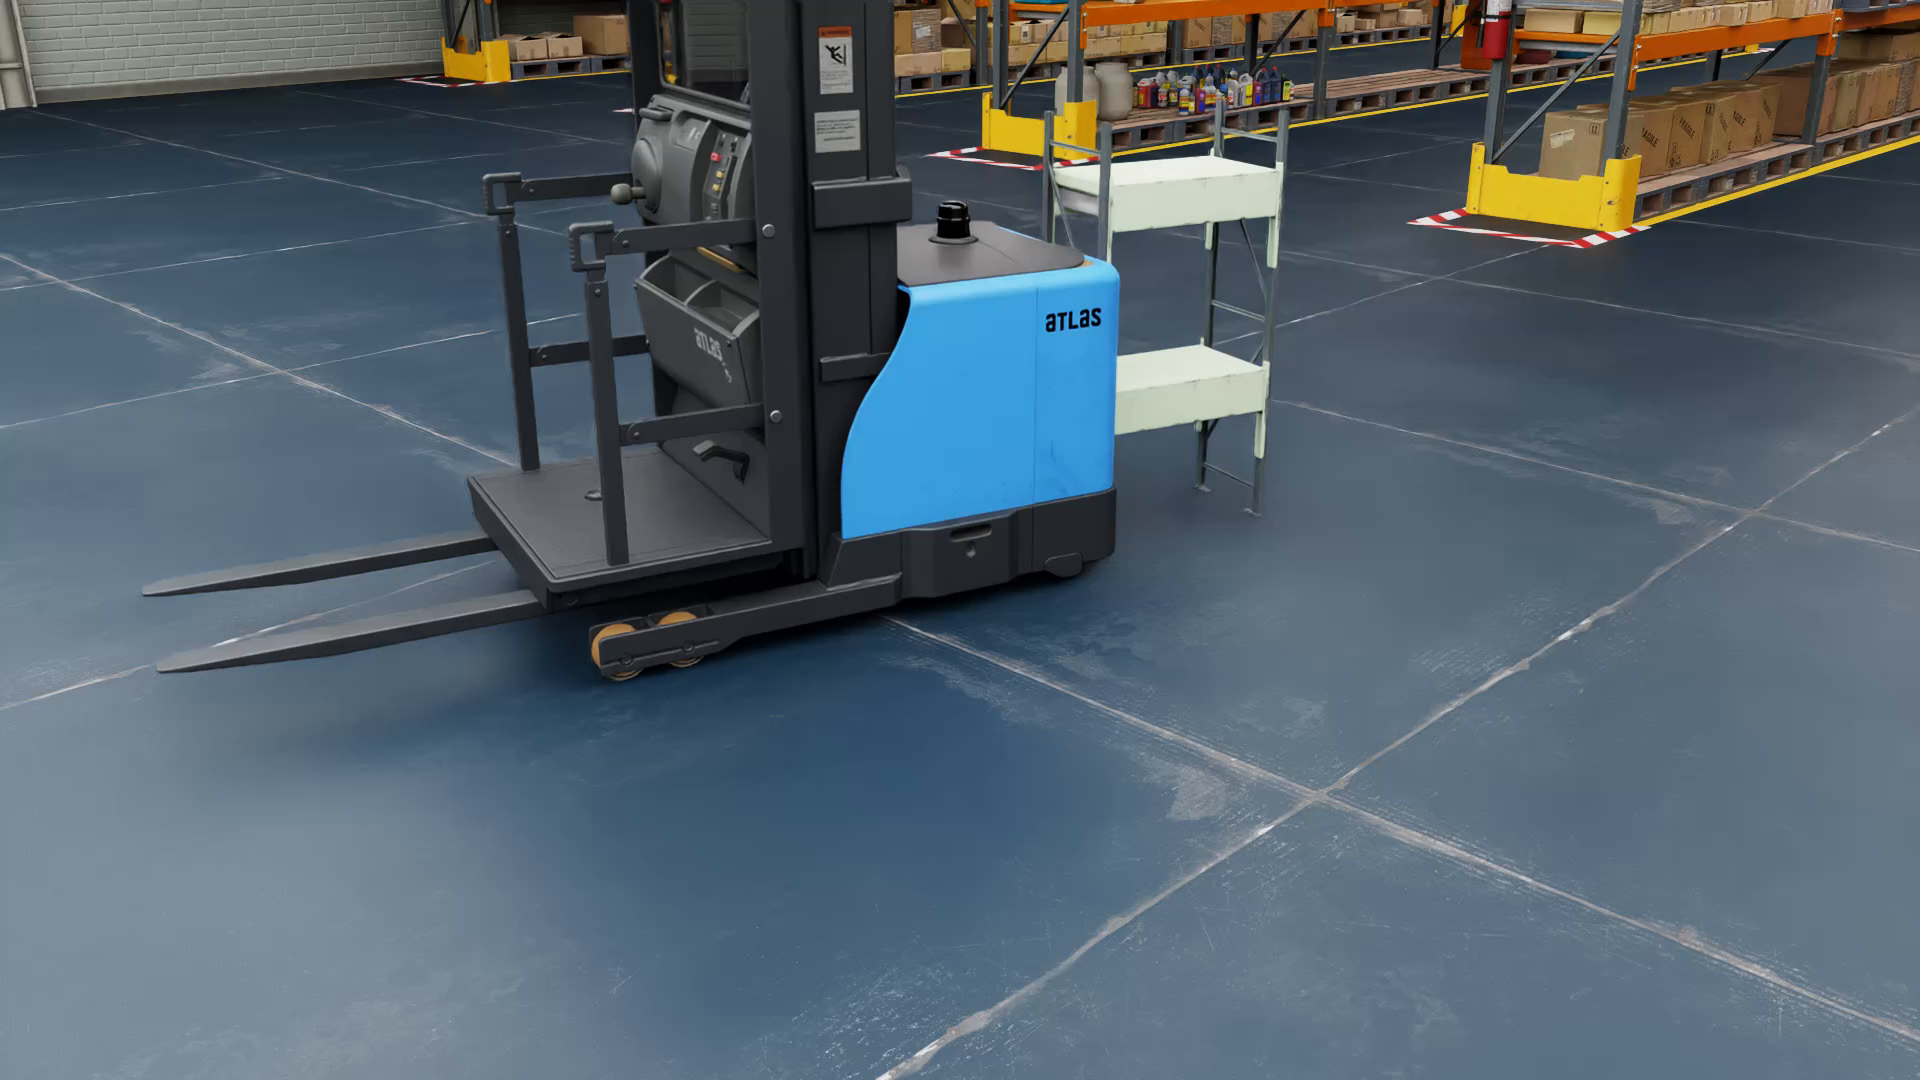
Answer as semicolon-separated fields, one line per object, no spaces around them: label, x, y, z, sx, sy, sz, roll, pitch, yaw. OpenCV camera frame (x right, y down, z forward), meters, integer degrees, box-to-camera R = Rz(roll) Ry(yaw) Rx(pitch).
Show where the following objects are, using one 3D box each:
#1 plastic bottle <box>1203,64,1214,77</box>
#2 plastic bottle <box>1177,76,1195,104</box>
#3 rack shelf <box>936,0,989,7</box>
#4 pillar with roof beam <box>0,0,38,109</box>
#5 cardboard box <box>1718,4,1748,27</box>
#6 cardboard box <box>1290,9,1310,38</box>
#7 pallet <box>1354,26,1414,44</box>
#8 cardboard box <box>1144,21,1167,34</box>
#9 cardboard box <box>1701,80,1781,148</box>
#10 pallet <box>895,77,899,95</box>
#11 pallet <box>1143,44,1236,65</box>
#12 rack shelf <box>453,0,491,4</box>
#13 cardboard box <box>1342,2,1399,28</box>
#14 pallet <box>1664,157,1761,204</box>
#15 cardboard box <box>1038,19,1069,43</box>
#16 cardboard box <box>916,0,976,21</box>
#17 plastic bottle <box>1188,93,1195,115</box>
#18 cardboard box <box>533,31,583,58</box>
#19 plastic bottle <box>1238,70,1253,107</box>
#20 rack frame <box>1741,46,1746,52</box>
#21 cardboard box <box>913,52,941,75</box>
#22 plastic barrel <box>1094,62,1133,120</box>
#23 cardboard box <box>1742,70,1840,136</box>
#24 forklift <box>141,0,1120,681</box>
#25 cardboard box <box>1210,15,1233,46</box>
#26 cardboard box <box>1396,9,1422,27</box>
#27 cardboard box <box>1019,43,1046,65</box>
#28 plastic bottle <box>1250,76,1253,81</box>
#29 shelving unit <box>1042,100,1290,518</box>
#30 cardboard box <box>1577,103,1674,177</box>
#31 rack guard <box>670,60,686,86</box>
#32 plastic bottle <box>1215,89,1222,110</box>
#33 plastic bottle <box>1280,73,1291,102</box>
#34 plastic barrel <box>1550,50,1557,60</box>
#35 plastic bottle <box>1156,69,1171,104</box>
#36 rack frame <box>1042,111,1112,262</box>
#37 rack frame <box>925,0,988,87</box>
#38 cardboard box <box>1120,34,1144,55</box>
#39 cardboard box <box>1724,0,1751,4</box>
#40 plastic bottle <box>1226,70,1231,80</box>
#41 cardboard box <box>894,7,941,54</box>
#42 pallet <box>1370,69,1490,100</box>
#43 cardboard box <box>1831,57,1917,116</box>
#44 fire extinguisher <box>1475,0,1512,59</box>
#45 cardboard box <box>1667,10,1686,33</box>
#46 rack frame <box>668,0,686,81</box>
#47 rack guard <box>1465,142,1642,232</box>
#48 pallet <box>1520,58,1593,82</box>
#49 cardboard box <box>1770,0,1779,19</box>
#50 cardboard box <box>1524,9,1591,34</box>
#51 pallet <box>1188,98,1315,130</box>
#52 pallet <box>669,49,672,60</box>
plastic bottle;2.632;-4.868;17.637;0.185;0.351;0.144;-19;28;-41
plastic bottle;2.327;-4.645;17.161;0.152;0.276;0.135;19;28;41
rack shelf;1.341;-7.422;22.205;1.077;0.370;4.000;19;28;41
pillar with roof beam;-7.629;-8.031;14.426;9.100;9.000;0.400;19;28;41
cardboard box;5.736;-3.992;12.631;0.380;0.149;0.250;19;28;41
cardboard box;5.037;-8.015;25.617;0.500;0.500;0.500;19;28;41
pallet;6.858;-8.489;27.868;1.003;0.211;1.213;19;28;41
cardboard box;2.548;-7.250;23.220;0.500;0.311;0.500;-19;28;-41
cardboard box;6.733;-3.699;14.417;0.500;0.500;0.500;18;28;39
pallet;-1.490;-5.433;19.914;1.003;0.211;1.213;19;28;41
pallet;3.284;-7.152;24.389;1.003;0.211;1.213;19;28;41
rack shelf;-5.001;-7.632;22.753;1.077;0.370;4.000;19;28;41
cardboard box;6.834;-8.824;27.718;0.797;0.503;0.637;19;28;41
pallet;5.747;-2.965;13.494;1.003;0.211;1.213;19;28;41
cardboard box;1.126;-6.722;21.848;0.500;0.311;0.500;18;27;39
cardboard box;-0.208;-8.859;27.354;0.750;0.750;0.750;19;28;40
plastic bottle;2.262;-4.288;16.338;0.097;0.201;0.097;0;21;0
cardboard box;-5.451;-6.706;22.476;0.500;0.311;0.500;-17;27;-38
plastic bottle;2.891;-4.601;16.944;0.144;0.351;0.185;19;28;40
rack frame;11.864;-9.087;25.536;1.000;3.000;0.127;19;28;41
cardboard box;-0.577;-5.856;20.376;0.500;0.250;0.500;19;28;41
plastic barrel;1.456;-4.326;16.032;0.421;0.512;0.421;0;21;0
cardboard box;7.485;-3.954;15.052;0.700;0.500;0.500;17;27;37
forklift;-1.006;-1.164;5.017;3.031;2.935;1.130;-11;24;-26
cardboard box;3.620;-7.492;24.255;0.500;0.500;0.500;18;27;39
cardboard box;7.430;-8.812;28.039;0.500;0.250;0.500;19;28;41
cardboard box;0.763;-6.329;21.606;0.500;0.250;0.500;-19;28;-41
plastic bottle;2.992;-4.680;17.253;0.152;0.276;0.135;19;28;41
shelving unit;0.718;-0.787;6.032;0.755;1.500;0.431;-11;24;-26
cardboard box;5.091;-3.083;12.812;0.500;0.500;0.500;-12;24;-28
rack guard;-2.861;-5.042;18.496;1.175;0.500;0.348;19;28;41
plastic bottle;2.568;-4.401;16.631;0.097;0.201;0.097;0;21;0
plastic bottle;3.393;-4.734;17.383;0.133;0.283;0.061;-18;28;-39
plastic barrel;7.730;-6.653;22.086;0.421;0.512;0.421;0;21;0
plastic bottle;2.074;-4.662;17.102;0.185;0.351;0.144;-19;28;-40
rack frame;0.395;-0.725;5.871;0.023;1.500;0.400;-11;24;-26
rack frame;-0.054;-7.243;20.739;1.000;3.000;0.127;19;28;41
cardboard box;2.187;-6.854;22.974;0.500;0.250;0.500;19;28;40
cardboard box;5.654;-4.457;12.935;0.875;0.500;0.500;19;28;41
plastic bottle;2.827;-4.851;17.688;0.061;0.283;0.133;19;28;41
cardboard box;-0.578;-6.206;20.243;0.500;0.500;0.500;19;28;41
pallet;5.715;-5.540;20.193;1.003;0.211;1.213;19;28;41
cardboard box;9.001;-4.507;16.490;0.700;0.500;0.500;16;26;36
fire extinguisher;3.841;-3.785;11.848;0.296;0.674;0.183;19;28;41
cardboard box;4.994;-3.751;12.003;0.380;0.149;0.250;19;28;41
rack frame;-2.844;-6.215;18.063;1.000;3.000;0.127;19;28;41
rack guard;4.304;-2.587;12.110;1.175;0.500;0.348;19;28;41
pallet;7.654;-6.254;22.053;1.003;0.211;1.213;19;28;41
cardboard box;6.340;-4.282;13.385;0.380;0.149;0.250;19;28;41
cardboard box;4.302;-3.742;11.980;0.380;0.149;0.250;19;28;41
pallet;2.994;-4.539;17.589;1.003;0.211;1.213;19;28;41
pallet;-4.049;-6.999;23.990;1.003;0.211;1.213;19;28;41
